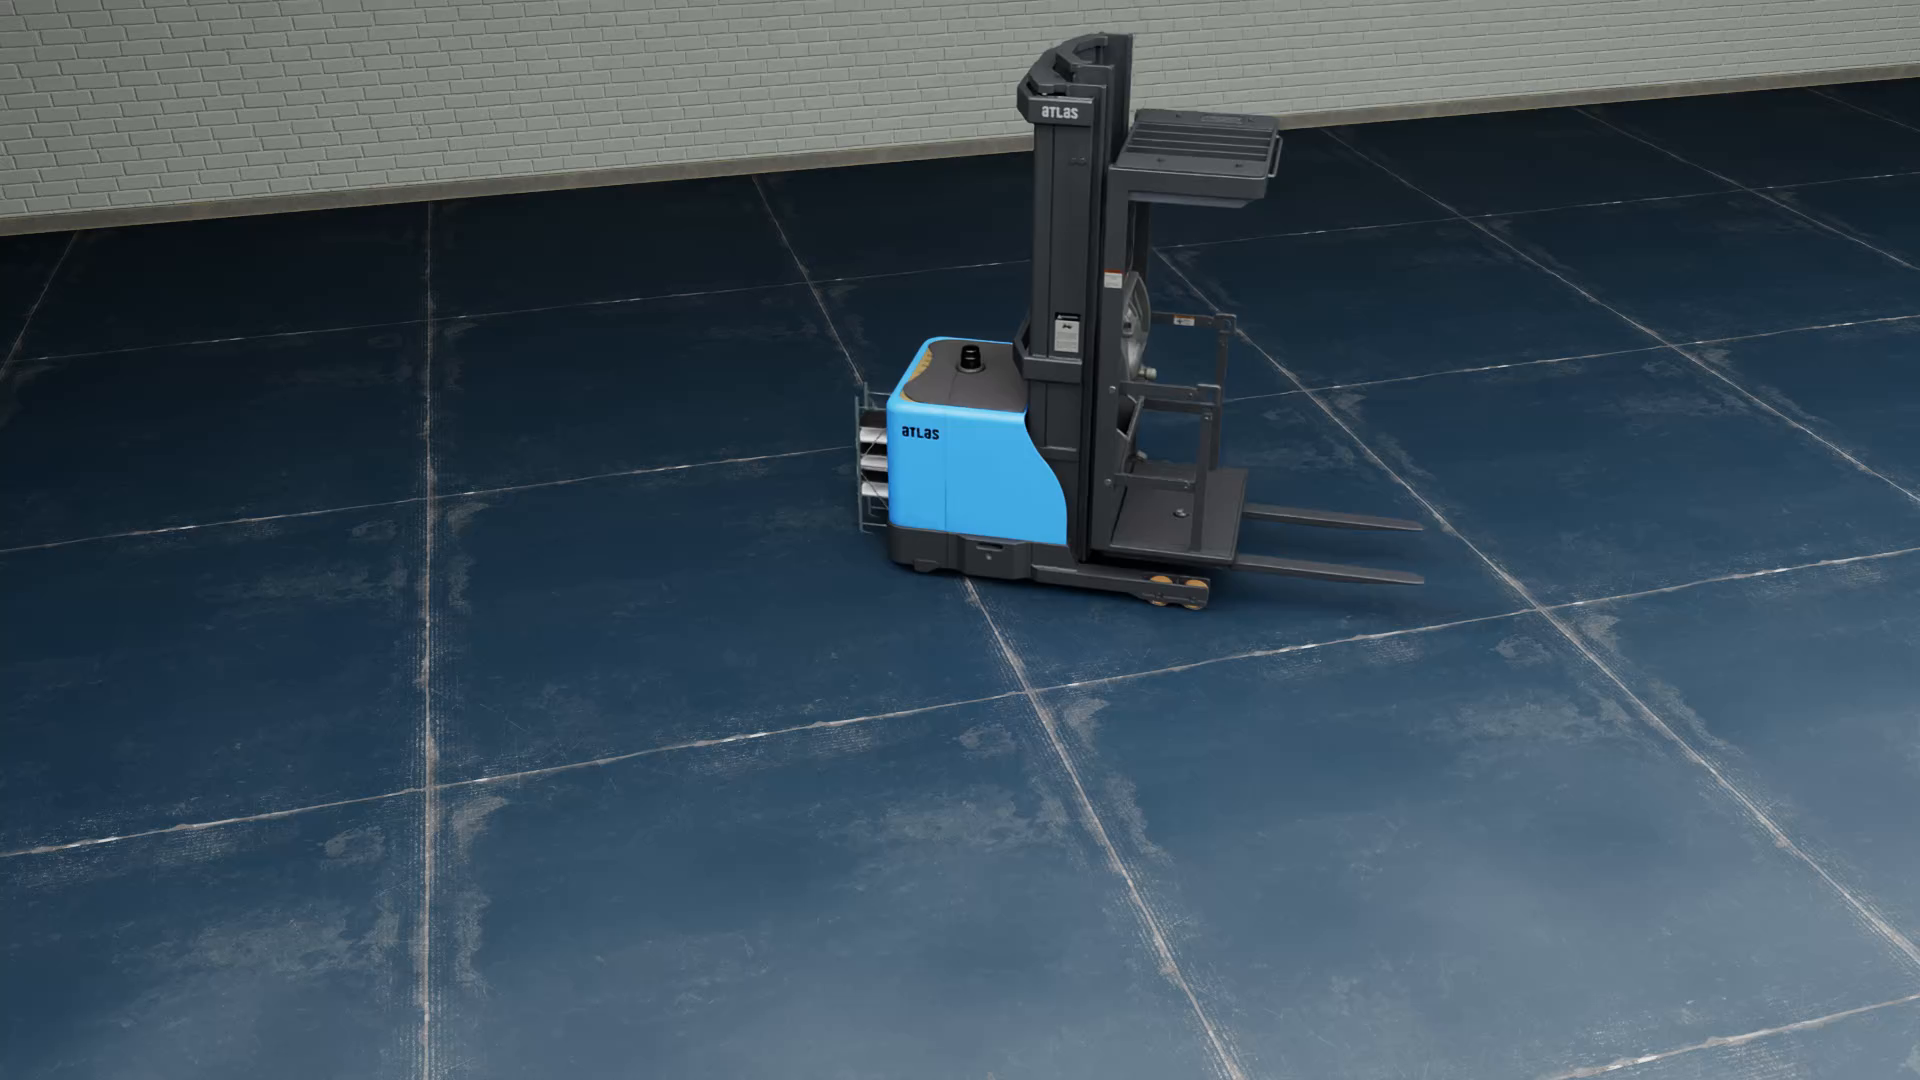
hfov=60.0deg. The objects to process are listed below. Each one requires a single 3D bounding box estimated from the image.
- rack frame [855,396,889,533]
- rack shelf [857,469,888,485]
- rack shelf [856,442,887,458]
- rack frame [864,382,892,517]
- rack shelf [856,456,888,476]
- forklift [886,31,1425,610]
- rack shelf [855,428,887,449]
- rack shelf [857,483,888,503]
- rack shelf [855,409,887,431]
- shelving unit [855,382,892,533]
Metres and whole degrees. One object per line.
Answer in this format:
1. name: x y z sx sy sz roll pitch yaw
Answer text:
1. rack frame: -0.490 -0.428 9.822 0.240 0.900 0.006 6 31 10
2. rack shelf: -0.469 -0.371 9.970 0.258 0.077 0.200 6 31 10
3. rack shelf: -0.469 -0.527 9.880 0.258 0.077 0.200 6 31 10
4. rack frame: -0.448 -0.527 9.994 0.240 0.900 0.006 6 31 10
5. rack shelf: -0.469 -0.449 9.925 0.258 0.077 0.200 6 31 10
6. forklift: 1.149 -1.171 9.078 3.031 2.935 1.130 7 31 11
7. rack shelf: -0.469 -0.605 9.834 0.258 0.077 0.200 6 31 10
8. rack shelf: -0.469 -0.293 10.015 0.258 0.077 0.200 6 31 10
9. rack shelf: -0.469 -0.682 9.789 0.258 0.077 0.200 6 31 10
10. shelving unit: -0.469 -0.478 9.908 0.258 0.900 0.210 6 31 10
